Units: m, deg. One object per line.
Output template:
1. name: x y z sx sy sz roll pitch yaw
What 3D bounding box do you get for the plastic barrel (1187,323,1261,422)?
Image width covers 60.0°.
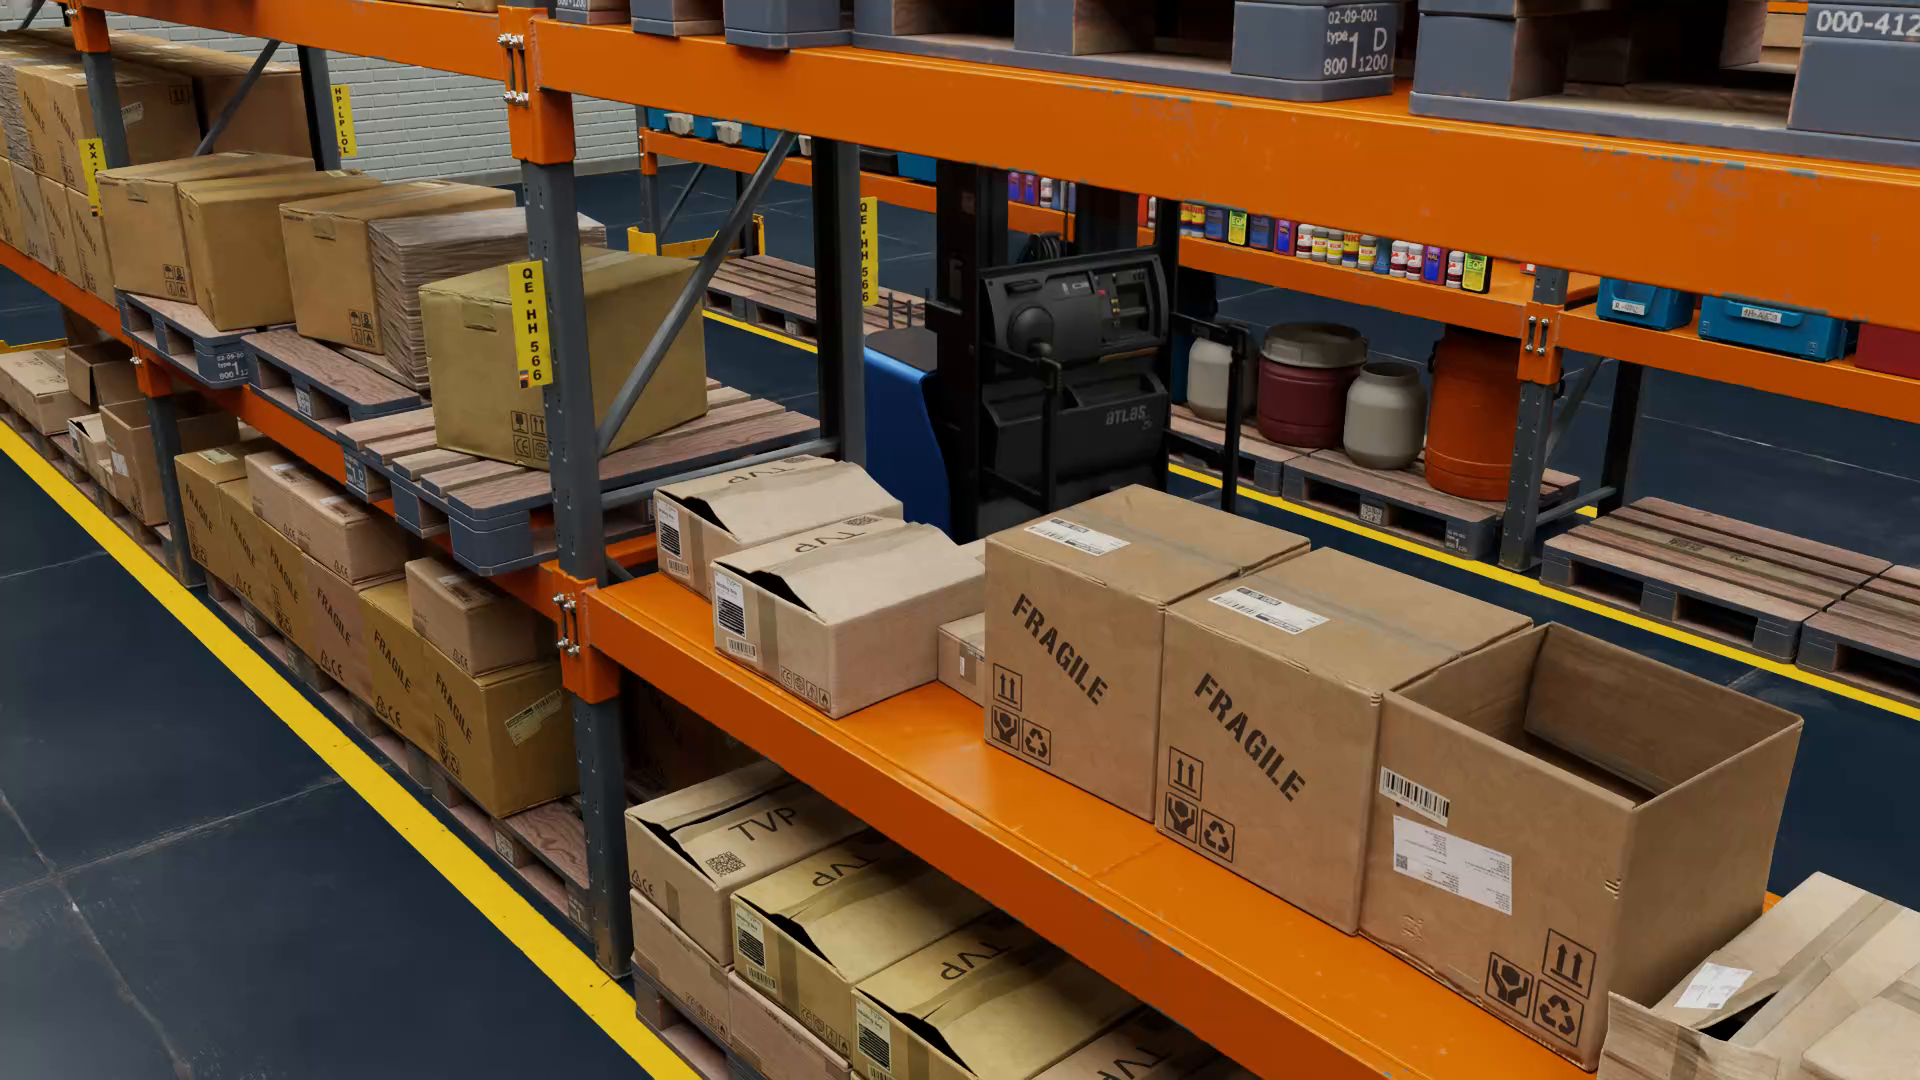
1. plastic barrel: 1.544 -0.980 9.709 0.421 0.512 0.421 0 21 0

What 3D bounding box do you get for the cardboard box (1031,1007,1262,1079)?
1. cardboard box: 0.431 1.278 3.535 0.500 0.311 0.500 -18 28 -38

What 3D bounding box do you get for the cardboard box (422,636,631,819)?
1. cardboard box: -1.494 0.569 5.742 0.500 0.500 0.500 -16 27 -35

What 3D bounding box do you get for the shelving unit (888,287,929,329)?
1. shelving unit: -0.209 -0.680 8.574 0.258 1.200 0.189 -13 25 -31

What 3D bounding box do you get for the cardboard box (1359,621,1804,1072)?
1. cardboard box: 1.073 0.510 2.932 0.500 0.500 0.500 -15 26 -34

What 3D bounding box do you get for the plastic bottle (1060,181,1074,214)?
1. plastic bottle: 0.691 -2.093 9.885 0.152 0.276 0.135 -17 27 -37

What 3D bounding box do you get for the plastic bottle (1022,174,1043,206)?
1. plastic bottle: 0.442 -2.176 10.088 0.061 0.283 0.133 -17 27 -37

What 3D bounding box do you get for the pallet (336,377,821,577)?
1. pallet: -1.201 -0.268 5.319 1.213 0.211 1.003 -17 27 -37

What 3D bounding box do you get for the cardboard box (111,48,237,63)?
1. cardboard box: -4.083 -2.286 8.700 0.500 0.500 0.500 -18 28 -39

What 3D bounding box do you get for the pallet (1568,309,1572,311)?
1. pallet: 4.752 -2.156 13.699 1.003 0.211 1.213 -17 27 -37

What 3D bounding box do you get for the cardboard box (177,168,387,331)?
1. cardboard box: -2.680 -1.175 6.659 0.700 0.500 0.500 -13 25 -29

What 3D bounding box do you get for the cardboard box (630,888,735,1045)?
1. cardboard box: -0.586 1.112 4.726 0.500 0.250 0.500 -18 27 -38

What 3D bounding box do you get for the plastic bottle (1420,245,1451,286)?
1. plastic bottle: 2.312 -1.385 8.067 0.061 0.283 0.133 -17 27 -37

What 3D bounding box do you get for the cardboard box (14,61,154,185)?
1. cardboard box: -4.179 -2.023 8.029 0.500 0.500 0.500 -18 28 -38

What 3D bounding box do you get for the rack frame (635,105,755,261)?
1. rack frame: -2.172 -3.576 13.500 1.000 3.000 0.127 -17 27 -37

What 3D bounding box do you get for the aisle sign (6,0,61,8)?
1. aisle sign: -5.740 -3.700 10.252 0.394 0.787 0.004 -17 27 -37

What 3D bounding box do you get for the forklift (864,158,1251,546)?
1. forklift: 0.626 -0.982 6.973 1.130 2.935 3.031 -13 25 -31

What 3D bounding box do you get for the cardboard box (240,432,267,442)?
1. cardboard box: -3.426 -0.413 8.508 0.500 0.311 0.500 -17 27 -37

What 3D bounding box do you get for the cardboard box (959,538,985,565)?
1. cardboard box: 0.091 0.112 4.428 0.380 0.149 0.250 -17 27 -37

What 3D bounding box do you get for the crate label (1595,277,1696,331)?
1. crate label: 3.041 -1.082 7.363 0.303 0.233 0.416 -17 27 -37

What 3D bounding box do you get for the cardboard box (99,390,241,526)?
1. cardboard box: -3.903 -0.423 8.276 0.500 0.500 0.500 -17 27 -37

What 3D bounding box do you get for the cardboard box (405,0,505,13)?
1. cardboard box: -1.016 -1.743 4.571 0.910 0.500 0.500 -17 27 -37

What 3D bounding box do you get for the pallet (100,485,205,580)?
1. pallet: -3.764 -0.184 8.664 1.003 0.211 1.213 -17 27 -37

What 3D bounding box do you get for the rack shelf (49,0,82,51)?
1. rack shelf: -4.622 -2.907 8.666 1.077 0.370 4.000 -17 27 -37

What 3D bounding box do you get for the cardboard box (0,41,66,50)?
1. cardboard box: -5.168 -2.442 9.098 0.500 0.500 0.500 -17 27 -37

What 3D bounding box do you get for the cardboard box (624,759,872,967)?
1. cardboard box: -0.586 0.851 4.624 0.500 0.311 0.500 -16 27 -36

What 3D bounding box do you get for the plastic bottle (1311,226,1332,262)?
1. plastic bottle: 1.869 -1.544 8.587 0.097 0.201 0.097 0 21 0

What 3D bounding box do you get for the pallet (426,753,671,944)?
1. pallet: -1.164 0.896 5.907 1.003 0.211 1.213 -17 27 -37

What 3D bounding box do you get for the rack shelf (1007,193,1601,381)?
1. rack shelf: 1.744 -1.583 9.399 1.077 0.370 4.000 -17 27 -37

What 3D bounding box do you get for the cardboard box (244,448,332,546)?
1. cardboard box: -2.532 -0.215 6.715 0.500 0.250 0.500 -17 27 -37

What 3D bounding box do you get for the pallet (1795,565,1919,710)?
1. pallet: 4.318 0.493 6.935 1.003 0.211 1.213 -17 27 -37

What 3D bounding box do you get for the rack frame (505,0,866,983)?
1. rack frame: -0.705 -0.187 4.849 1.000 3.000 0.127 -17 27 -37

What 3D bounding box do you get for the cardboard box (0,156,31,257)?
1. cardboard box: -4.846 -1.840 8.931 0.500 0.500 0.500 -17 27 -37

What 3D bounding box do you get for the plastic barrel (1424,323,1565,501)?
1. plastic barrel: 2.717 -0.682 8.511 0.600 0.830 0.708 -17 27 -37

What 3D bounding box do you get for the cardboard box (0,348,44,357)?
1. cardboard box: -5.914 -1.077 10.428 0.380 0.149 0.250 -17 27 -37

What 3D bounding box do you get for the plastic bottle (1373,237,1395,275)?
1. plastic bottle: 2.123 -1.469 8.299 0.097 0.271 0.097 0 21 0

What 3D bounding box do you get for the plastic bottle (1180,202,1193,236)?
1. plastic bottle: 1.263 -1.834 9.229 0.097 0.271 0.097 0 21 0

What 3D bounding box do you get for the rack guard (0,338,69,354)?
1. rack guard: -5.878 -1.213 10.894 1.175 0.500 0.348 -17 27 -37

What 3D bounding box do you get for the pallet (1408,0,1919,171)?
1. pallet: 1.320 -0.630 2.130 0.805 0.209 1.217 -19 28 -39

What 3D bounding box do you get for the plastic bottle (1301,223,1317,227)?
1. plastic bottle: 1.978 -1.894 9.274 0.144 0.351 0.185 -17 27 -37

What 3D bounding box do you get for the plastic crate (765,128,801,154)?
1. plastic crate: -1.205 -2.932 12.005 0.416 0.233 0.300 -17 27 -37

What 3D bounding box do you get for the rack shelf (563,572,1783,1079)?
1. rack shelf: 0.600 0.700 3.569 1.077 0.370 4.000 -17 27 -37

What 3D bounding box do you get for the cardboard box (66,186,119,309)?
1. cardboard box: -3.837 -1.416 7.849 0.500 0.500 0.500 -17 27 -37

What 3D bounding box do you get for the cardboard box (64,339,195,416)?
1. cardboard box: -4.547 -0.853 9.368 0.797 0.503 0.637 -17 27 -37

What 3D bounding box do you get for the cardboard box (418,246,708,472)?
1. cardboard box: -1.202 -0.576 5.130 0.500 0.500 0.700 12 24 28

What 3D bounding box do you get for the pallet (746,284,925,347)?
1. pallet: -0.871 -1.703 12.543 1.003 0.211 1.213 -17 27 -37

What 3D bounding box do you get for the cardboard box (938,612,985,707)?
1. cardboard box: 0.170 0.269 4.029 0.380 0.149 0.250 -15 26 -34

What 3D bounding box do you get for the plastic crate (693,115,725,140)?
1. plastic crate: -1.831 -3.197 12.681 0.416 0.233 0.300 -17 27 -37

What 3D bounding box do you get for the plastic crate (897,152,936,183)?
1. plastic crate: -0.124 -2.539 10.793 0.392 0.384 0.575 -17 27 -37

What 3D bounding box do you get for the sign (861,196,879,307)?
1. sign: -0.287 -0.859 4.978 0.100 0.325 0.005 -17 27 -37

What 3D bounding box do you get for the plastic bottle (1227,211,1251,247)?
1. plastic bottle: 1.509 -1.725 8.935 0.061 0.283 0.133 -17 27 -37

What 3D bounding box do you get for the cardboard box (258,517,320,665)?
1. cardboard box: -2.508 0.143 6.830 0.500 0.500 0.500 -17 27 -37

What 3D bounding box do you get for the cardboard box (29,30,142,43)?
1. cardboard box: -5.098 -2.713 9.789 0.500 0.500 0.500 -17 27 -36
